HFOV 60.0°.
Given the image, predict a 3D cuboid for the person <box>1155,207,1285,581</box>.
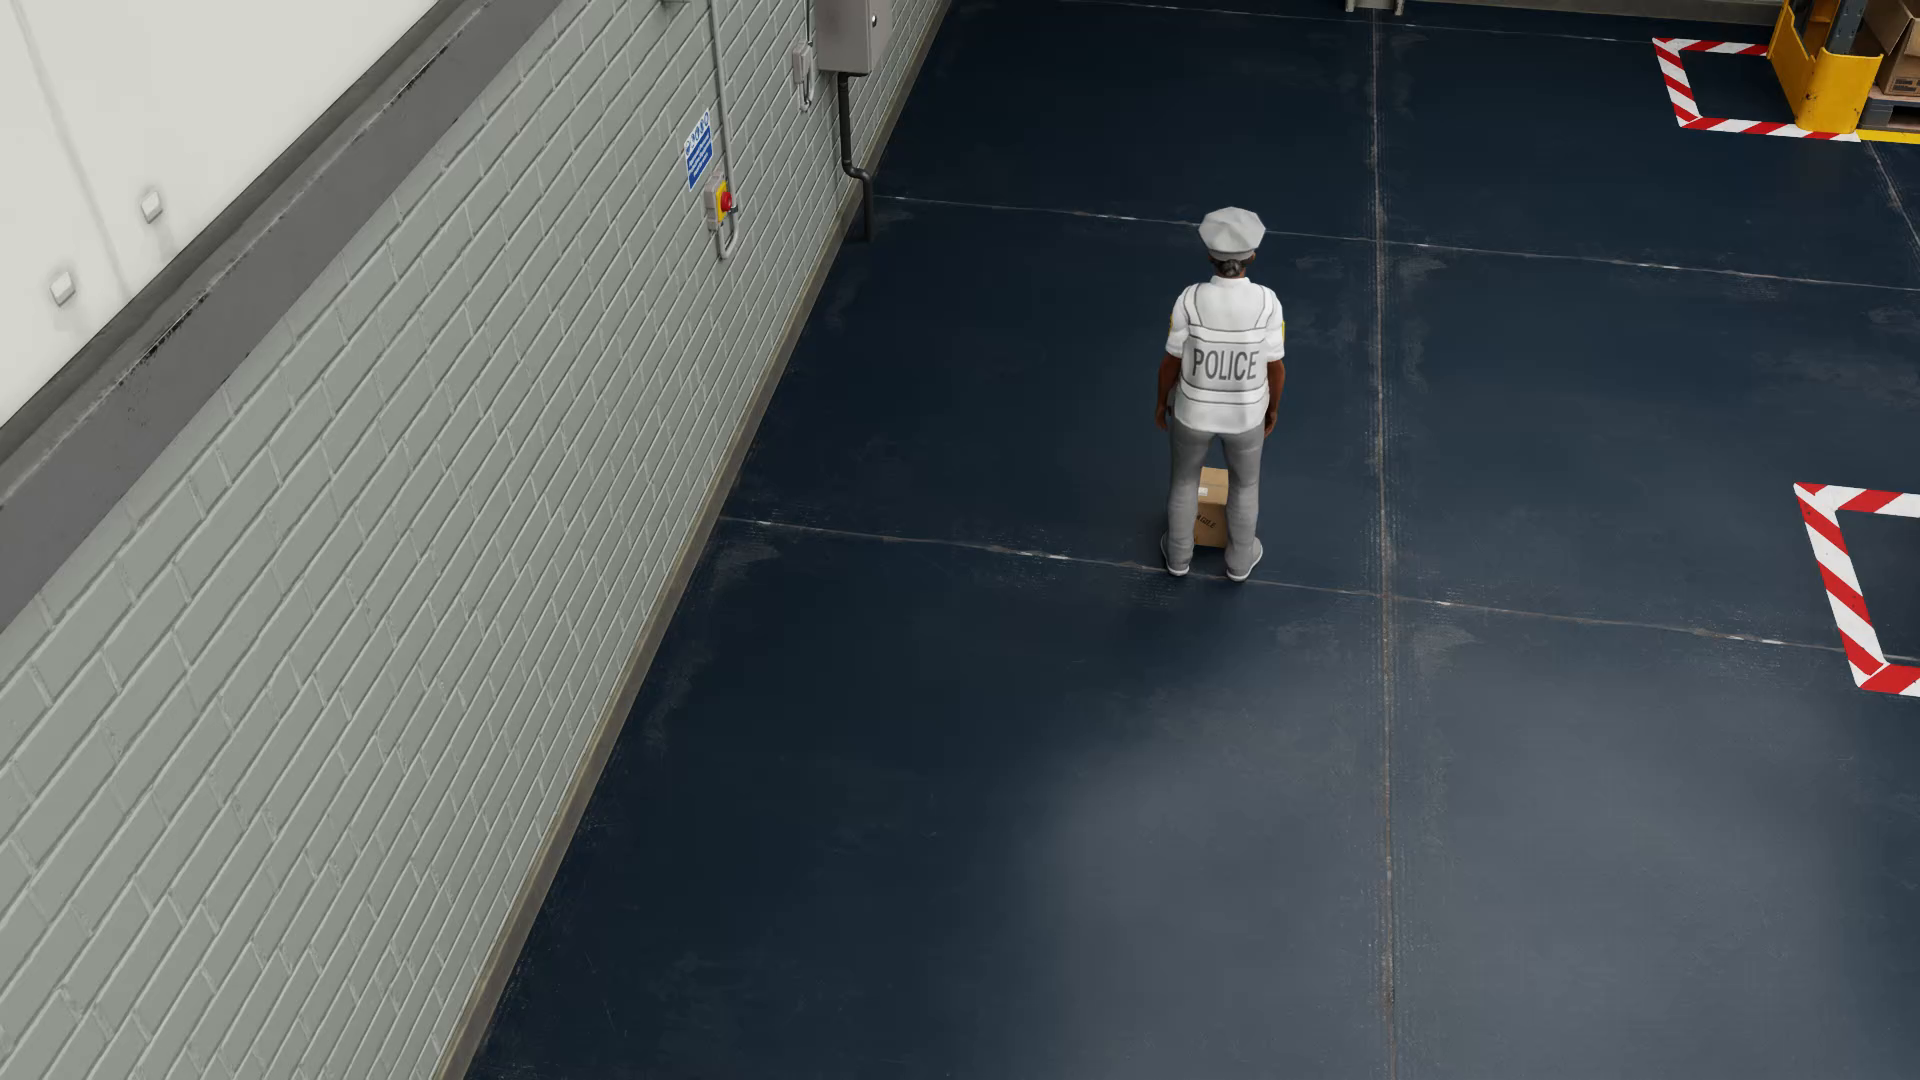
[{"bbox_3d":[1.062,-0.533,6.772,0.531,1.664,0.391,5,41,5],"label":"person"}]
